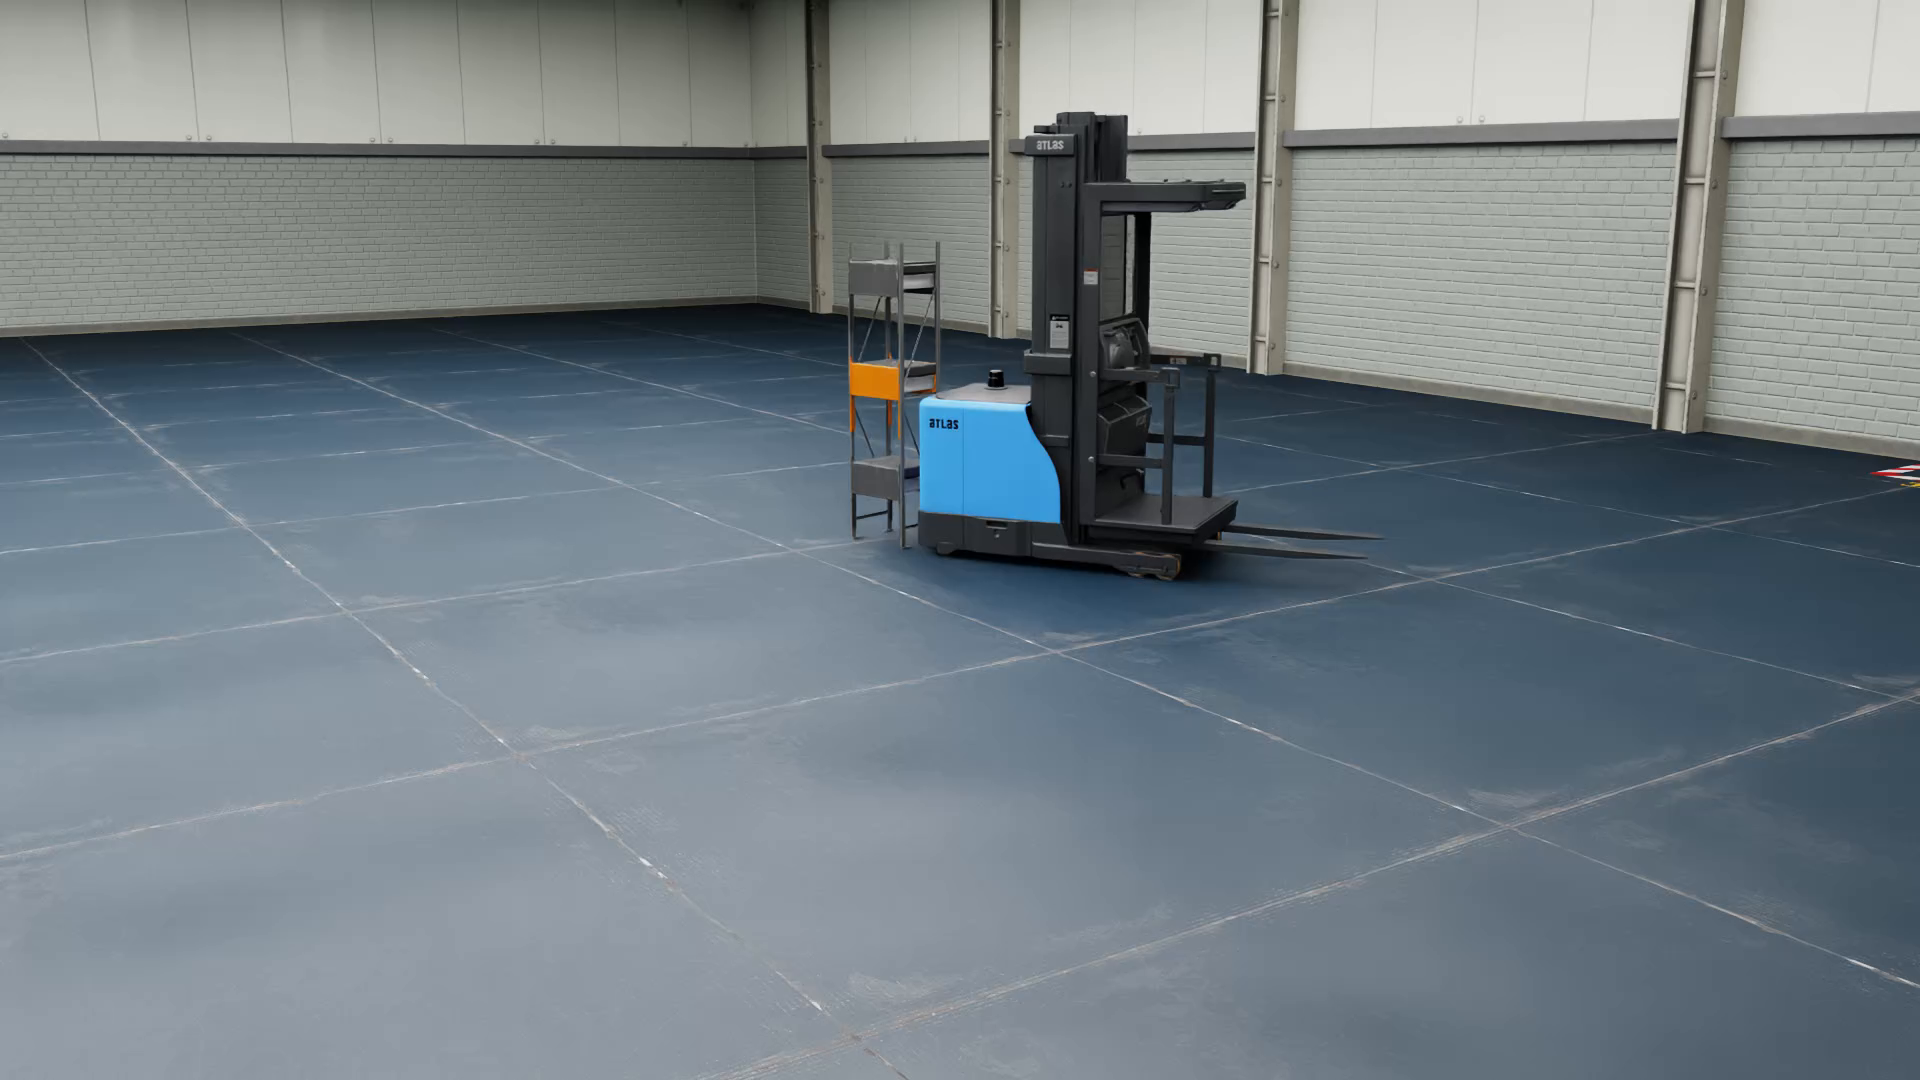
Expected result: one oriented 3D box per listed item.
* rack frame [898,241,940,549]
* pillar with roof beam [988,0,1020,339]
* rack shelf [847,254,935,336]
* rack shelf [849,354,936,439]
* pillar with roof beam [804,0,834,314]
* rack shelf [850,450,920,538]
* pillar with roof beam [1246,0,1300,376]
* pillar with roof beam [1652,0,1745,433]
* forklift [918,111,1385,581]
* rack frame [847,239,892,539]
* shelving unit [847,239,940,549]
[{"bbox_3d":[-0.275,-0.993,11.488,0.015,2.100,0.400,11,16,41],"label":"rack frame"},{"bbox_3d":[-2.889,-7.148,23.484,9.100,9.000,0.400,-8,15,-33],"label":"pillar with roof beam"},{"bbox_3d":[-0.457,-1.698,11.501,0.480,0.518,0.431,11,16,41],"label":"rack shelf"},{"bbox_3d":[-0.457,-1.015,11.650,0.480,0.518,0.431,11,16,41],"label":"rack shelf"},{"bbox_3d":[-6.214,-8.215,28.363,9.100,9.000,0.400,-8,15,-33],"label":"pillar with roof beam"},{"bbox_3d":[-0.457,-0.331,11.800,0.480,0.518,0.431,11,16,41],"label":"rack shelf"},{"bbox_3d":[0.435,-6.081,18.604,9.100,9.000,0.400,-8,15,-33],"label":"pillar with roof beam"},{"bbox_3d":[3.759,-5.014,13.724,9.100,9.000,0.400,-8,15,-33],"label":"pillar with roof beam"},{"bbox_3d":[1.274,-1.300,10.948,3.031,2.935,1.130,5,13,23],"label":"forklift"},{"bbox_3d":[-0.639,-1.063,11.806,0.015,2.100,0.400,11,16,41],"label":"rack frame"},{"bbox_3d":[-0.457,-1.028,11.647,0.503,2.100,0.431,11,16,41],"label":"shelving unit"}]
